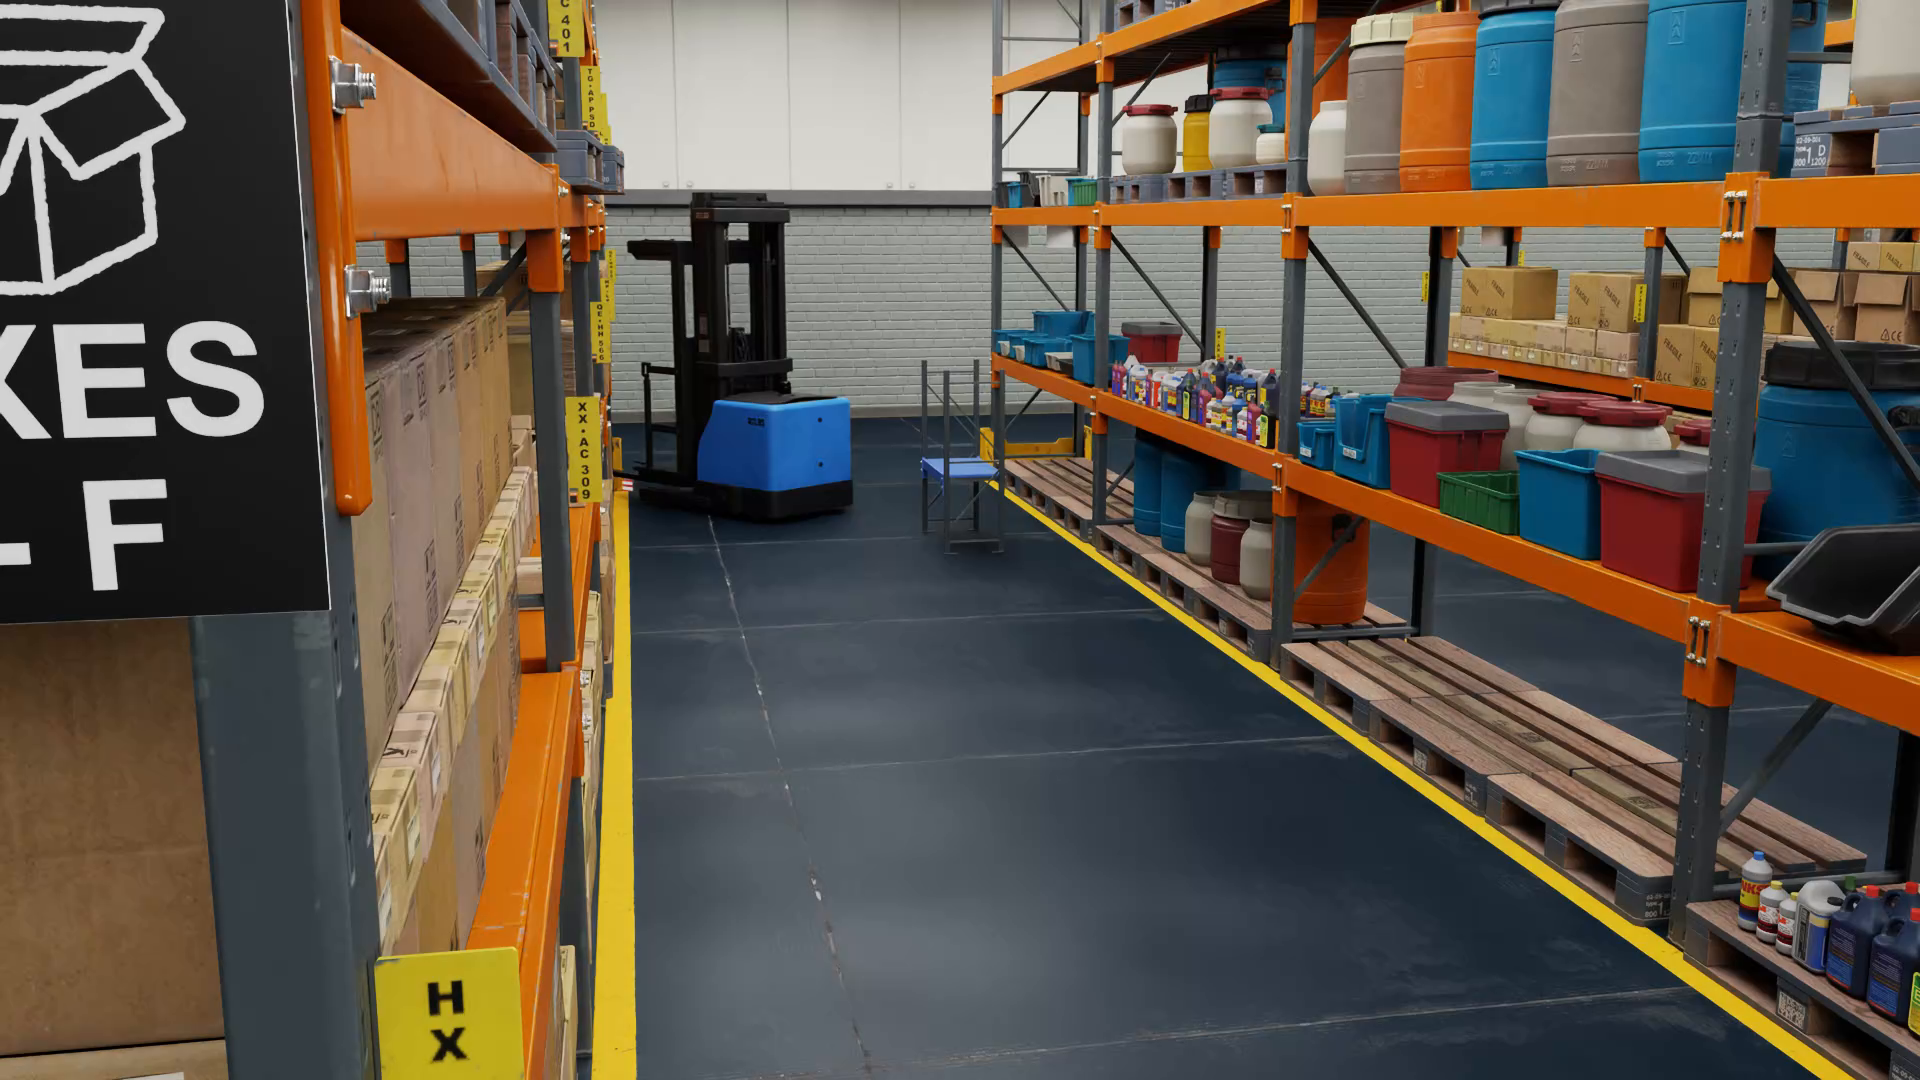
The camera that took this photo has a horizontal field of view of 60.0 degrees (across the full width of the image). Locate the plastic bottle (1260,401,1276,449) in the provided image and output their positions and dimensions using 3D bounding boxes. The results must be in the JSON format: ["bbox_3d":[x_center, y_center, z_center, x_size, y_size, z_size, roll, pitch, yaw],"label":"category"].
[{"bbox_3d":[1.889,-0.706,10.194,0.061,0.283,0.133,-2,11,-11],"label":"plastic bottle"}]

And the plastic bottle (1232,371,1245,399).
[{"bbox_3d":[2.078,-1.122,12.414,0.097,0.271,0.097,0,11,0],"label":"plastic bottle"}]

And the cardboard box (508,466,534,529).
[{"bbox_3d":[-1.433,-0.117,4.786,0.380,0.149,0.250,-2,11,-11],"label":"cardboard box"}]

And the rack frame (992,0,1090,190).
[{"bbox_3d":[0.830,-5.119,17.023,1.000,3.000,0.127,-2,11,-11],"label":"rack frame"}]

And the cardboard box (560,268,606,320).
[{"bbox_3d":[-3.067,-1.895,13.191,0.500,0.500,0.500,-2,11,-10],"label":"cardboard box"}]

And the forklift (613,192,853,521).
[{"bbox_3d":[-2.442,-1.816,15.901,3.031,2.935,1.130,9,14,40],"label":"forklift"}]

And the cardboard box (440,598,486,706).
[{"bbox_3d":[-1.081,0.213,3.054,0.380,0.149,0.250,-2,11,-10],"label":"cardboard box"}]

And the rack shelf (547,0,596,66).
[{"bbox_3d":[-2.863,-3.289,10.403,1.077,0.370,4.000,-2,11,-11],"label":"rack shelf"}]

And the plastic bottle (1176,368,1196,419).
[{"bbox_3d":[1.614,-1.038,11.757,0.144,0.351,0.185,-2,11,-11],"label":"plastic bottle"}]

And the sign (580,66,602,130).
[{"bbox_3d":[-1.928,-2.310,8.694,0.100,0.325,0.005,-2,11,-11],"label":"sign"}]

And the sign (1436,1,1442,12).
[{"bbox_3d":[5.143,-5.816,17.767,0.100,0.325,0.005,-2,11,-11],"label":"sign"}]

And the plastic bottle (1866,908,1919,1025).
[{"bbox_3d":[2.951,1.312,5.188,0.144,0.351,0.185,-3,11,-13],"label":"plastic bottle"}]

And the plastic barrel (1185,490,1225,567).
[{"bbox_3d":[1.857,-0.085,12.152,0.421,0.512,0.421,0,11,0],"label":"plastic barrel"}]

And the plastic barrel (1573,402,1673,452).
[{"bbox_3d":[3.050,-0.355,7.678,0.433,0.535,0.433,0,11,0],"label":"plastic barrel"}]

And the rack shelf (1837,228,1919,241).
[{"bbox_3d":[10.962,-3.267,17.240,1.077,0.370,4.000,-2,11,-11],"label":"rack shelf"}]

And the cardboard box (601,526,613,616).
[{"bbox_3d":[-2.482,0.205,10.605,0.500,0.500,0.500,-2,11,-12],"label":"cardboard box"}]

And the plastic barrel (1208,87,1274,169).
[{"bbox_3d":[1.893,-2.771,11.222,0.433,0.535,0.433,0,11,0],"label":"plastic barrel"}]

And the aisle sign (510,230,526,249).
[{"bbox_3d":[-4.331,-3.271,16.407,0.394,0.787,0.004,-2,11,-11],"label":"aisle sign"}]

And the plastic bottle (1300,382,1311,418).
[{"bbox_3d":[2.398,-0.966,11.595,0.097,0.271,0.097,0,11,0],"label":"plastic bottle"}]

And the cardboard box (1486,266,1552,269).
[{"bbox_3d":[6.041,-2.713,18.027,0.500,0.500,0.500,-2,11,-10],"label":"cardboard box"}]

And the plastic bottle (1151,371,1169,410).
[{"bbox_3d":[1.504,-1.108,12.330,0.152,0.276,0.135,-2,11,-11],"label":"plastic bottle"}]

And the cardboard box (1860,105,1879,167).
[{"bbox_3d":[6.801,-2.878,11.881,0.500,0.500,0.500,-2,11,-8],"label":"cardboard box"}]

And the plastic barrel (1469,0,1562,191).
[{"bbox_3d":[2.598,-2.016,7.402,0.600,0.901,0.708,-2,11,-11],"label":"plastic barrel"}]

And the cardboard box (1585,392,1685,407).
[{"bbox_3d":[6.416,-0.905,15.486,0.875,0.875,0.875,-2,11,-11],"label":"cardboard box"}]

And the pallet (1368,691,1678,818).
[{"bbox_3d":[2.732,1.032,8.208,1.003,0.211,1.213,-2,11,-11],"label":"pallet"}]

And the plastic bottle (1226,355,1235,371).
[{"bbox_3d":[2.108,-1.257,12.911,0.144,0.351,0.185,-2,11,-11],"label":"plastic bottle"}]

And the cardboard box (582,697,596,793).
[{"bbox_3d":[-1.726,0.806,6.671,0.500,0.311,0.500,-2,11,-13],"label":"cardboard box"}]

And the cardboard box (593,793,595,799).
[{"bbox_3d":[-1.733,1.081,6.723,0.500,0.250,0.500,-2,11,-13],"label":"cardboard box"}]

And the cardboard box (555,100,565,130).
[{"bbox_3d":[-2.591,-2.126,9.056,0.910,0.500,0.500,-2,11,-11],"label":"cardboard box"}]

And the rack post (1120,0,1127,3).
[{"bbox_3d":[1.741,-4.192,12.358,0.937,0.300,0.954,-2,11,-12],"label":"rack post"}]

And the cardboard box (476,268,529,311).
[{"bbox_3d":[-3.604,-1.882,13.121,0.500,0.500,0.500,-2,11,-11],"label":"cardboard box"}]

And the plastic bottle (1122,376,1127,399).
[{"bbox_3d":[1.327,-1.213,13.077,0.097,0.201,0.097,0,11,0],"label":"plastic bottle"}]

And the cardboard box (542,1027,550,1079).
[{"bbox_3d":[-1.093,1.337,3.376,0.500,0.500,0.500,-2,11,-11],"label":"cardboard box"}]

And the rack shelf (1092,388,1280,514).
[{"bbox_3d":[1.997,-0.718,11.869,1.077,0.370,4.000,-2,11,-11],"label":"rack shelf"}]

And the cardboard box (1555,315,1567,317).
[{"bbox_3d":[6.141,-2.252,17.611,0.500,0.250,0.500,-2,11,-12],"label":"cardboard box"}]

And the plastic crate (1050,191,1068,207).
[{"bbox_3d":[0.987,-3.001,14.626,0.293,0.136,0.466,-2,11,-11],"label":"plastic crate"}]

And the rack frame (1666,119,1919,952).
[{"bbox_3d":[3.164,0.029,6.020,1.000,3.000,0.127,-2,11,-11],"label":"rack frame"}]

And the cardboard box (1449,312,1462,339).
[{"bbox_3d":[5.517,-2.326,18.002,0.500,0.250,0.500,-2,11,-13],"label":"cardboard box"}]

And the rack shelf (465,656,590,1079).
[{"bbox_3d":[-1.307,0.929,3.218,1.077,0.370,4.000,-2,11,-11],"label":"rack shelf"}]

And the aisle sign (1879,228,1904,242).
[{"bbox_3d":[10.853,-3.815,19.265,0.394,0.787,0.004,-2,11,-11],"label":"aisle sign"}]

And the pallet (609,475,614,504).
[{"bbox_3d":[-3.859,-0.462,16.060,1.003,0.211,1.213,-2,11,-11],"label":"pallet"}]

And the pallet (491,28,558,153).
[{"bbox_3d":[-1.504,-1.066,3.988,1.003,0.211,1.213,-2,11,-11],"label":"pallet"}]

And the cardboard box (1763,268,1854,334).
[{"bbox_3d":[6.721,-1.917,13.295,0.797,0.503,0.637,-2,11,-10],"label":"cardboard box"}]

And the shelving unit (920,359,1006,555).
[{"bbox_3d":[0.017,-0.721,13.974,0.538,1.500,1.048,-2,11,-11],"label":"shelving unit"}]

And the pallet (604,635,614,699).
[{"bbox_3d":[-2.582,0.707,9.919,1.003,0.211,1.213,-2,11,-11],"label":"pallet"}]

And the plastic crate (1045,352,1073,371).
[{"bbox_3d":[0.974,-1.646,15.369,0.293,0.136,0.466,-2,11,-11],"label":"plastic crate"}]

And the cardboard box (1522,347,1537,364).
[{"bbox_3d":[5.787,-1.821,16.414,0.380,0.149,0.250,-2,11,-10],"label":"cardboard box"}]

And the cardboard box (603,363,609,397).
[{"bbox_3d":[-3.083,-1.411,13.320,0.500,0.500,0.500,-2,11,-10],"label":"cardboard box"}]

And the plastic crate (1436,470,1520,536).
[{"bbox_3d":[2.548,-0.176,7.664,0.450,0.188,0.662,-2,11,-11],"label":"plastic crate"}]

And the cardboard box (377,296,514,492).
[{"bbox_3d":[-1.603,-0.397,4.521,0.700,0.500,0.500,-2,11,-11],"label":"cardboard box"}]

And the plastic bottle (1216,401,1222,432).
[{"bbox_3d":[1.745,-0.819,11.008,0.097,0.201,0.097,0,11,0],"label":"plastic bottle"}]

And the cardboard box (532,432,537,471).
[{"bbox_3d":[-2.446,-0.413,8.581,0.500,0.311,0.500,-1,11,-7],"label":"cardboard box"}]

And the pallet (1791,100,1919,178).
[{"bbox_3d":[3.400,-1.223,5.081,1.213,0.211,1.003,-2,11,-11],"label":"pallet"}]
